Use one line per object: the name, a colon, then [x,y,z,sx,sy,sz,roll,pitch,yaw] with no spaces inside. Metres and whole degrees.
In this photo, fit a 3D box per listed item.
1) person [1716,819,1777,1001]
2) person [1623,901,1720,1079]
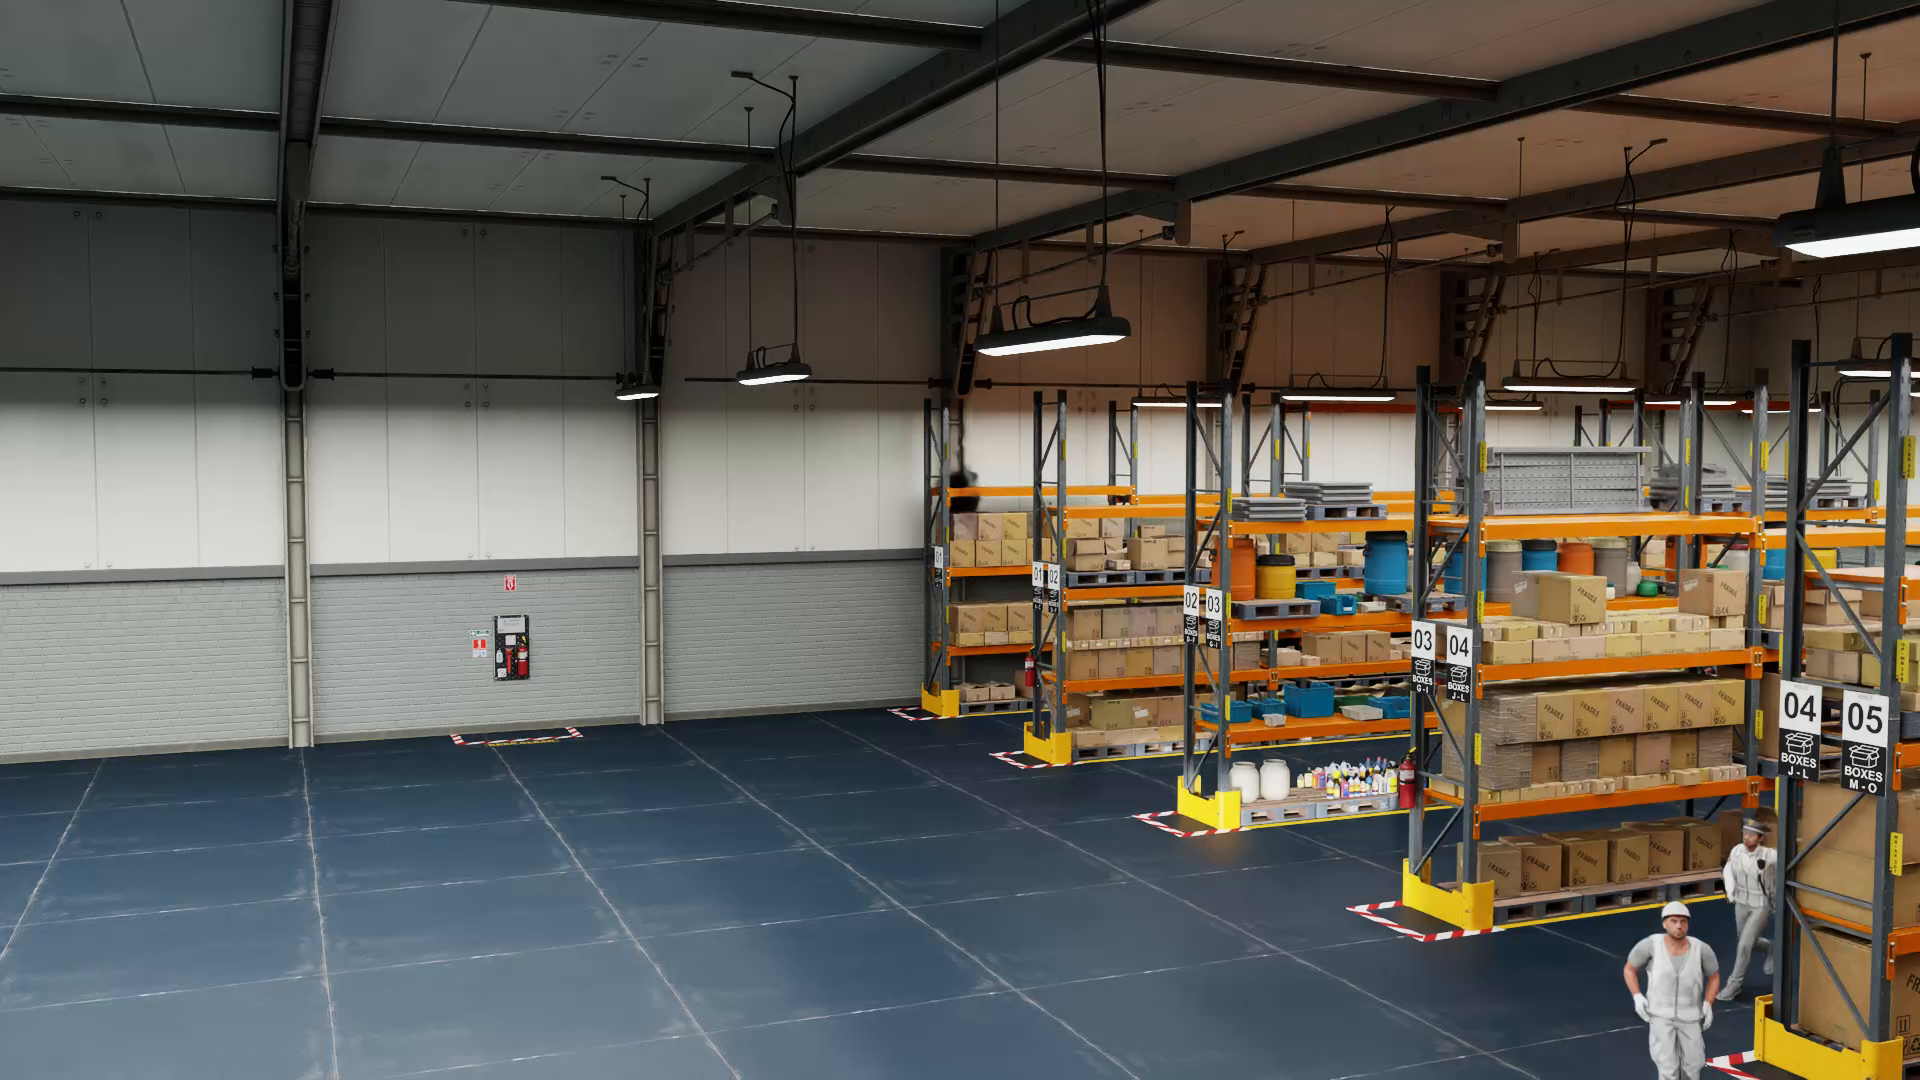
person: [7.449,3.420,15.554,0.910,1.682,0.640,-2,4,-34]
person: [5.328,3.557,12.459,0.674,1.760,0.647,1,3,15]
